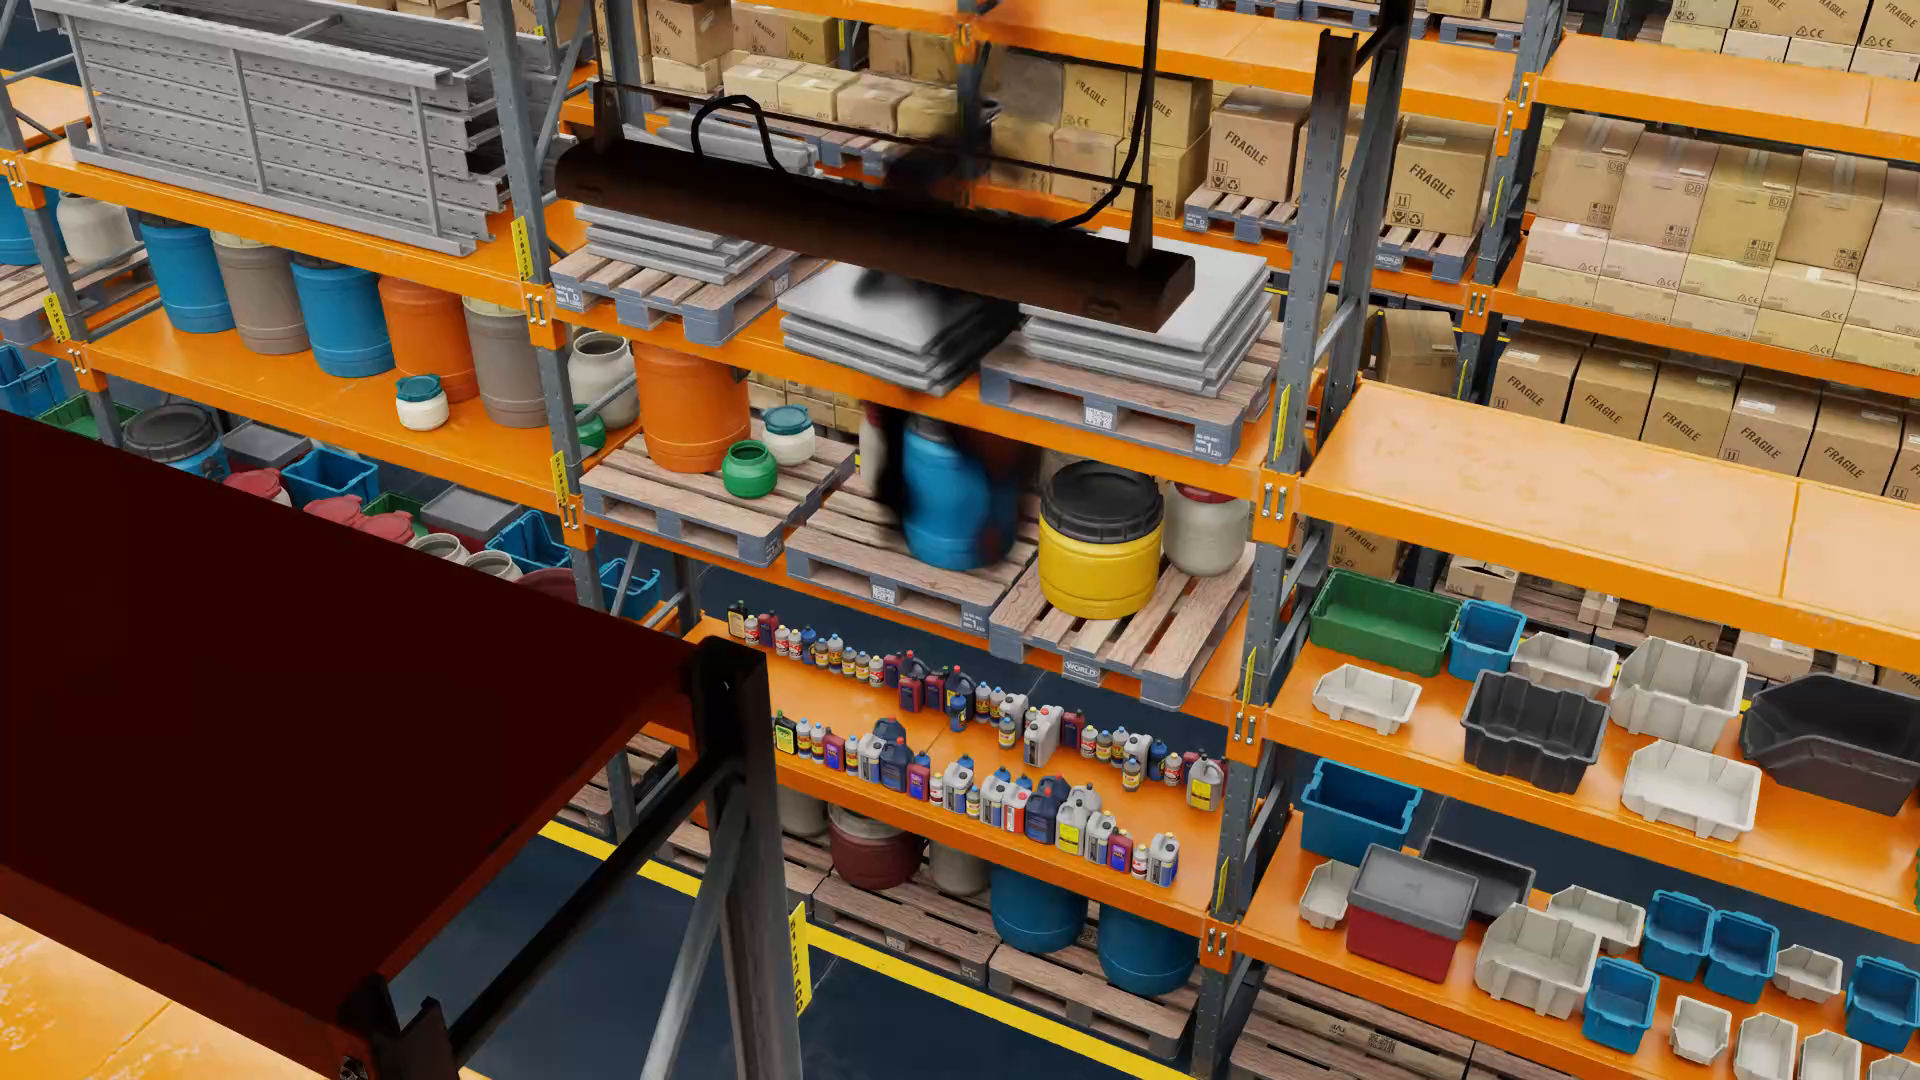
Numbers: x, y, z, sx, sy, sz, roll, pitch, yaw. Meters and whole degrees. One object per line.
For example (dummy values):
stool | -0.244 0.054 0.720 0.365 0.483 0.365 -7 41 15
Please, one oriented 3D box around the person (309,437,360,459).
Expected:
person | -5.502 -1.167 14.082 0.729 1.651 0.634 13 37 17
